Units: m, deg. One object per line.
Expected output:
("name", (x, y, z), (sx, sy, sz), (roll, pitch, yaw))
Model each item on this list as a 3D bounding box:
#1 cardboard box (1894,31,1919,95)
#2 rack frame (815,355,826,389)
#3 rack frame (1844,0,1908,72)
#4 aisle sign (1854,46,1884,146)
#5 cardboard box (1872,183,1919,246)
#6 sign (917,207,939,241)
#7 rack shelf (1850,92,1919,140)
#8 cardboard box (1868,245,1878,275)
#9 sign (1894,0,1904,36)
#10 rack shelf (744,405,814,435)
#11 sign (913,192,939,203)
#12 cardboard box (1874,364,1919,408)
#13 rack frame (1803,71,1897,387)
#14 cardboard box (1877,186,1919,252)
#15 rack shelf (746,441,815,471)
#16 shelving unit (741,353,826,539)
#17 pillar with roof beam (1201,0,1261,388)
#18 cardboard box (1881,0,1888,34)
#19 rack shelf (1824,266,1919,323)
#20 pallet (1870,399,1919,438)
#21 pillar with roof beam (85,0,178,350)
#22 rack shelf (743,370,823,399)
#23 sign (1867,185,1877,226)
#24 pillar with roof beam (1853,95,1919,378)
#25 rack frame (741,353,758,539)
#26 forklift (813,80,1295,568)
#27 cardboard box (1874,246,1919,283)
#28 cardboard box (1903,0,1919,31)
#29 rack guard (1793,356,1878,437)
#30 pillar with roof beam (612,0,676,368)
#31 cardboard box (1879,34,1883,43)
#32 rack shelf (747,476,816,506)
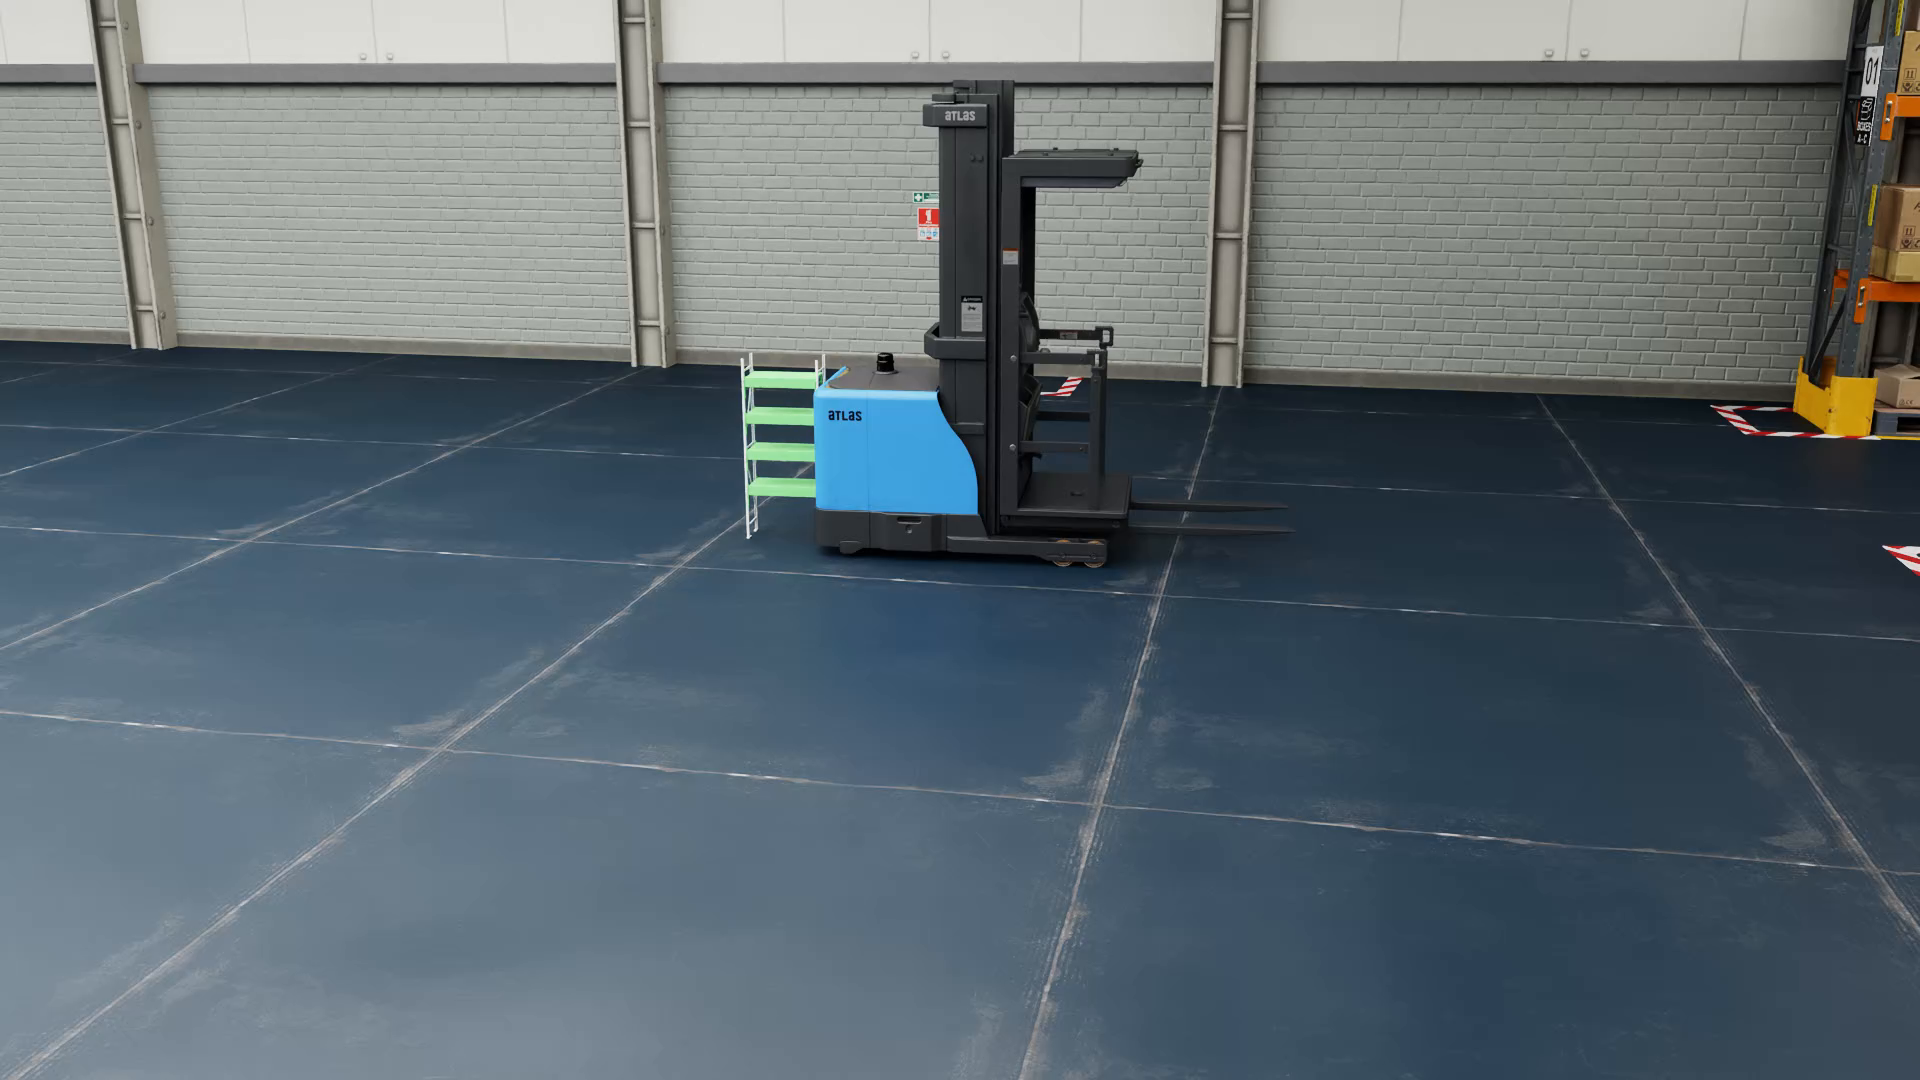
("cardboard box", (7.918, -3.910, 13.643), (0.500, 0.500, 0.500), (4, 16, 13))
("rack frame", (-0.905, -0.603, 10.922), (0.015, 1.200, 0.240), (2, 16, 7))
("rack frame", (7.640, -5.381, 13.559), (0.127, 3.000, 1.000), (3, 16, 11))
("aisle sign", (7.509, -3.668, 13.743), (0.004, 0.787, 0.394), (3, 16, 11))
("cardboard box", (8.144, -2.819, 14.387), (0.500, 0.500, 0.500), (3, 16, 10))
("sign", (-0.317, -3.213, 16.904), (0.234, 0.329, 0.001), (3, 16, 11))
("rack shelf", (9.600, -3.482, 13.672), (4.000, 0.370, 1.077), (3, 16, 11))
("cardboard box", (8.136, -2.453, 14.471), (0.500, 0.250, 0.500), (3, 16, 12))
("sign", (7.532, -4.214, 13.330), (0.005, 0.325, 0.100), (3, 16, 11))
("rack shelf", (-1.147, -0.781, 10.905), (0.480, 0.148, 0.258), (2, 16, 7))
("sign", (-0.314, -3.465, 16.824), (0.331, 0.109, 0.001), (3, 16, 11))
("cardboard box", (8.300, -1.345, 14.442), (0.500, 0.311, 0.500), (1, 16, 5))
("rack frame", (7.640, -2.489, 14.360), (0.127, 3.000, 1.000), (3, 16, 11))
("cardboard box", (8.048, -2.684, 13.902), (0.500, 0.500, 0.500), (3, 16, 11))
("rack shelf", (-1.147, -0.550, 10.969), (0.480, 0.148, 0.258), (2, 16, 7))
("shelving unit", (-1.147, -0.611, 10.952), (0.503, 1.200, 0.258), (2, 16, 7))
("pillar with roof beam", (1.760, -4.763, 11.328), (0.400, 9.000, 9.100), (3, 16, 11))
("cardboard box", (8.114, -4.520, 13.974), (0.500, 0.500, 0.500), (4, 16, 14))
("rack shelf", (9.600, -2.036, 14.072), (4.000, 0.370, 1.077), (3, 16, 11))
("pallet", (8.503, -1.089, 14.528), (1.213, 0.211, 1.003), (3, 16, 11))
("pillar with roof beam", (-9.999, -5.401, 13.633), (0.400, 9.000, 9.100), (3, 16, 11))
("rack shelf", (-1.147, -1.012, 10.841), (0.480, 0.148, 0.258), (2, 16, 7))
("sign", (7.532, -2.765, 13.732), (0.005, 0.325, 0.100), (3, 16, 11))
("pillar with roof beam", (7.640, -4.443, 10.176), (0.400, 9.000, 9.100), (3, 16, 11))
("rack frame", (-1.389, -0.620, 10.982), (0.015, 1.200, 0.240), (2, 16, 7))
("forklift", (0.625, -1.391, 10.522), (3.031, 2.935, 1.130), (2, 16, 7))
("cardboard box", (8.055, -2.318, 13.984), (0.500, 0.250, 0.500), (3, 16, 9))
("cardboard box", (7.969, -4.391, 13.507), (0.500, 0.500, 0.500), (2, 16, 7))
("rack guard", (7.714, -1.281, 14.679), (0.348, 0.500, 1.175), (3, 16, 11))
("pillar with roof beam", (-4.119, -5.082, 12.481), (0.400, 9.000, 9.100), (3, 16, 11))
("cardboard box", (8.099, -4.037, 14.103), (0.500, 0.500, 0.500), (4, 16, 15))
("rack shelf", (-1.147, -0.319, 11.033), (0.480, 0.148, 0.258), (2, 16, 7))
